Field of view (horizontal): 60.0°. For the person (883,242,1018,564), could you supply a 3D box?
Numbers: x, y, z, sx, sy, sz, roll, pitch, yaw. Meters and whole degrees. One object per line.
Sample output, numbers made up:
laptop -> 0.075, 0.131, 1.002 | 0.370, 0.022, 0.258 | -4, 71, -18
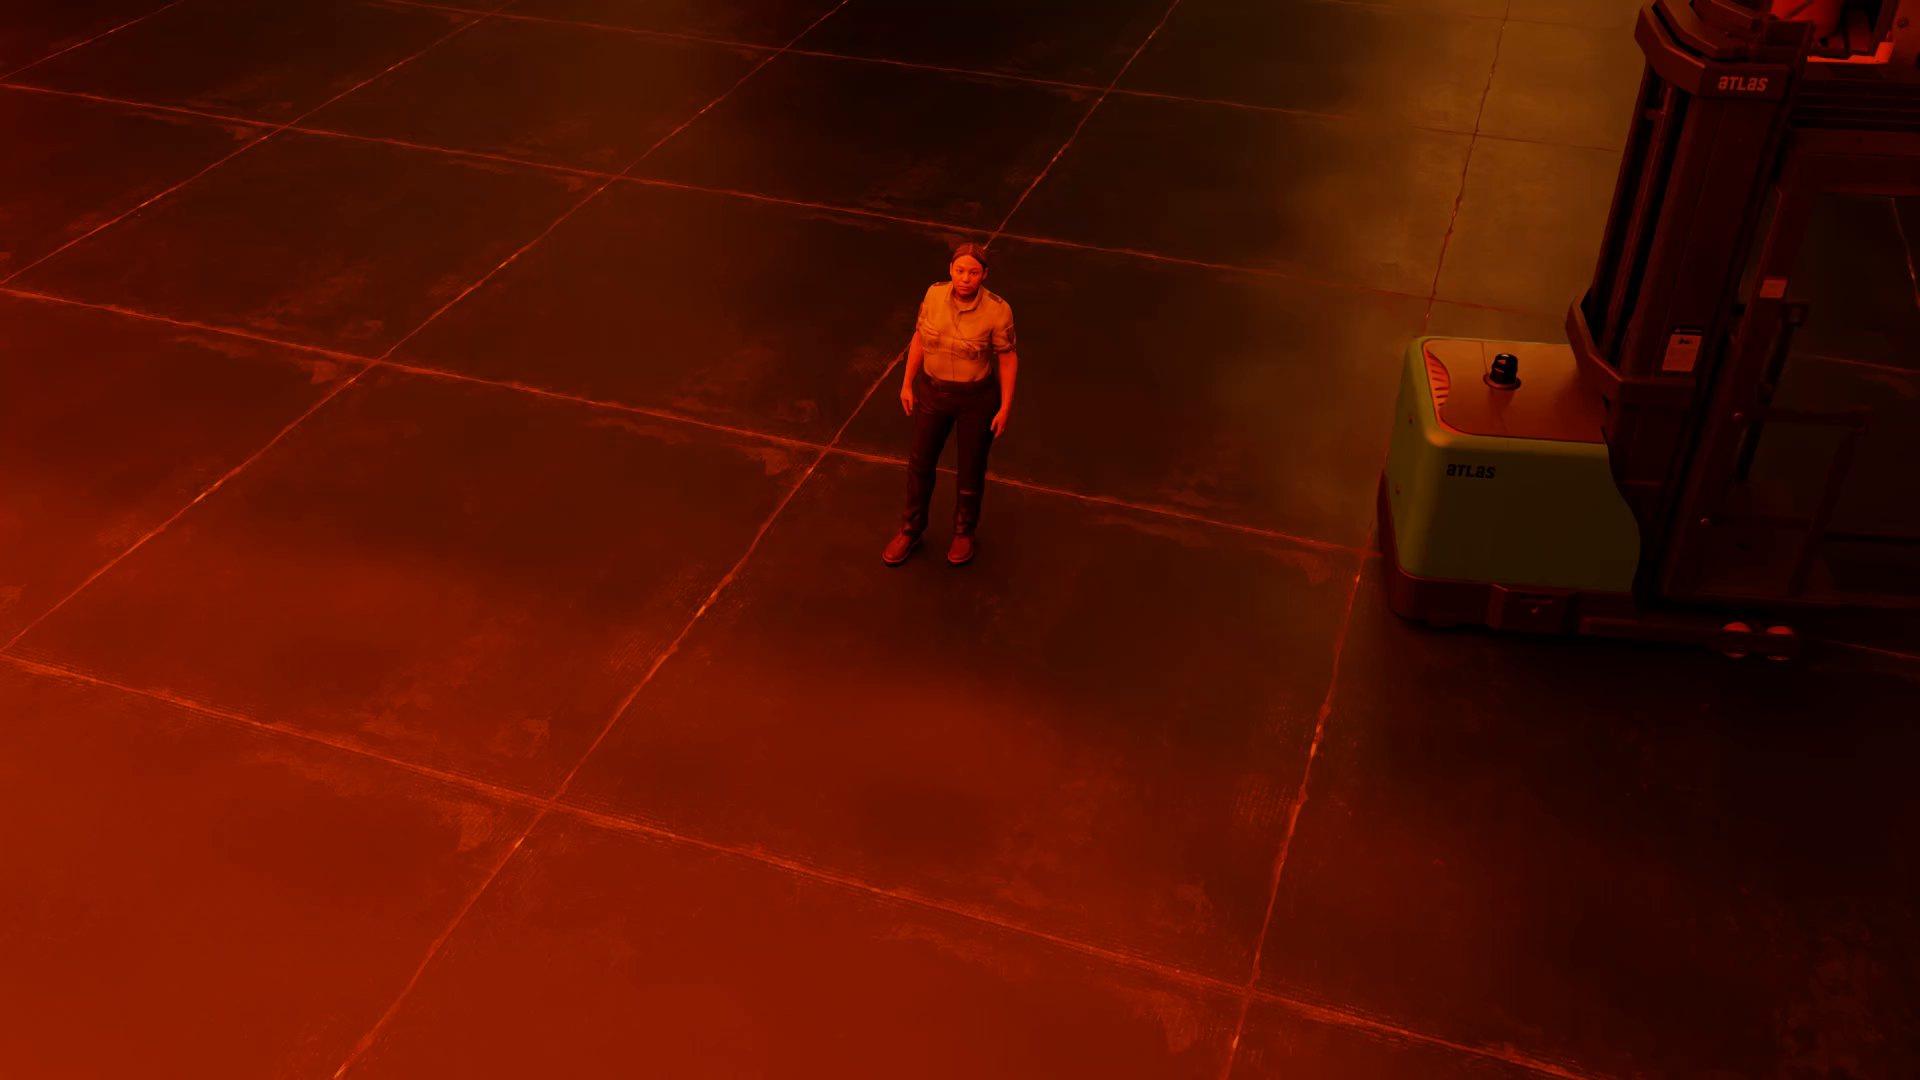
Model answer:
person -> -0.051, -0.634, 8.102 | 0.599, 1.650, 0.503 | 12, 37, 16

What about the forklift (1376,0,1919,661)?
forklift -> 3.642, -0.954, 7.456 | 3.031, 2.935, 1.130 | 4, 36, 6
